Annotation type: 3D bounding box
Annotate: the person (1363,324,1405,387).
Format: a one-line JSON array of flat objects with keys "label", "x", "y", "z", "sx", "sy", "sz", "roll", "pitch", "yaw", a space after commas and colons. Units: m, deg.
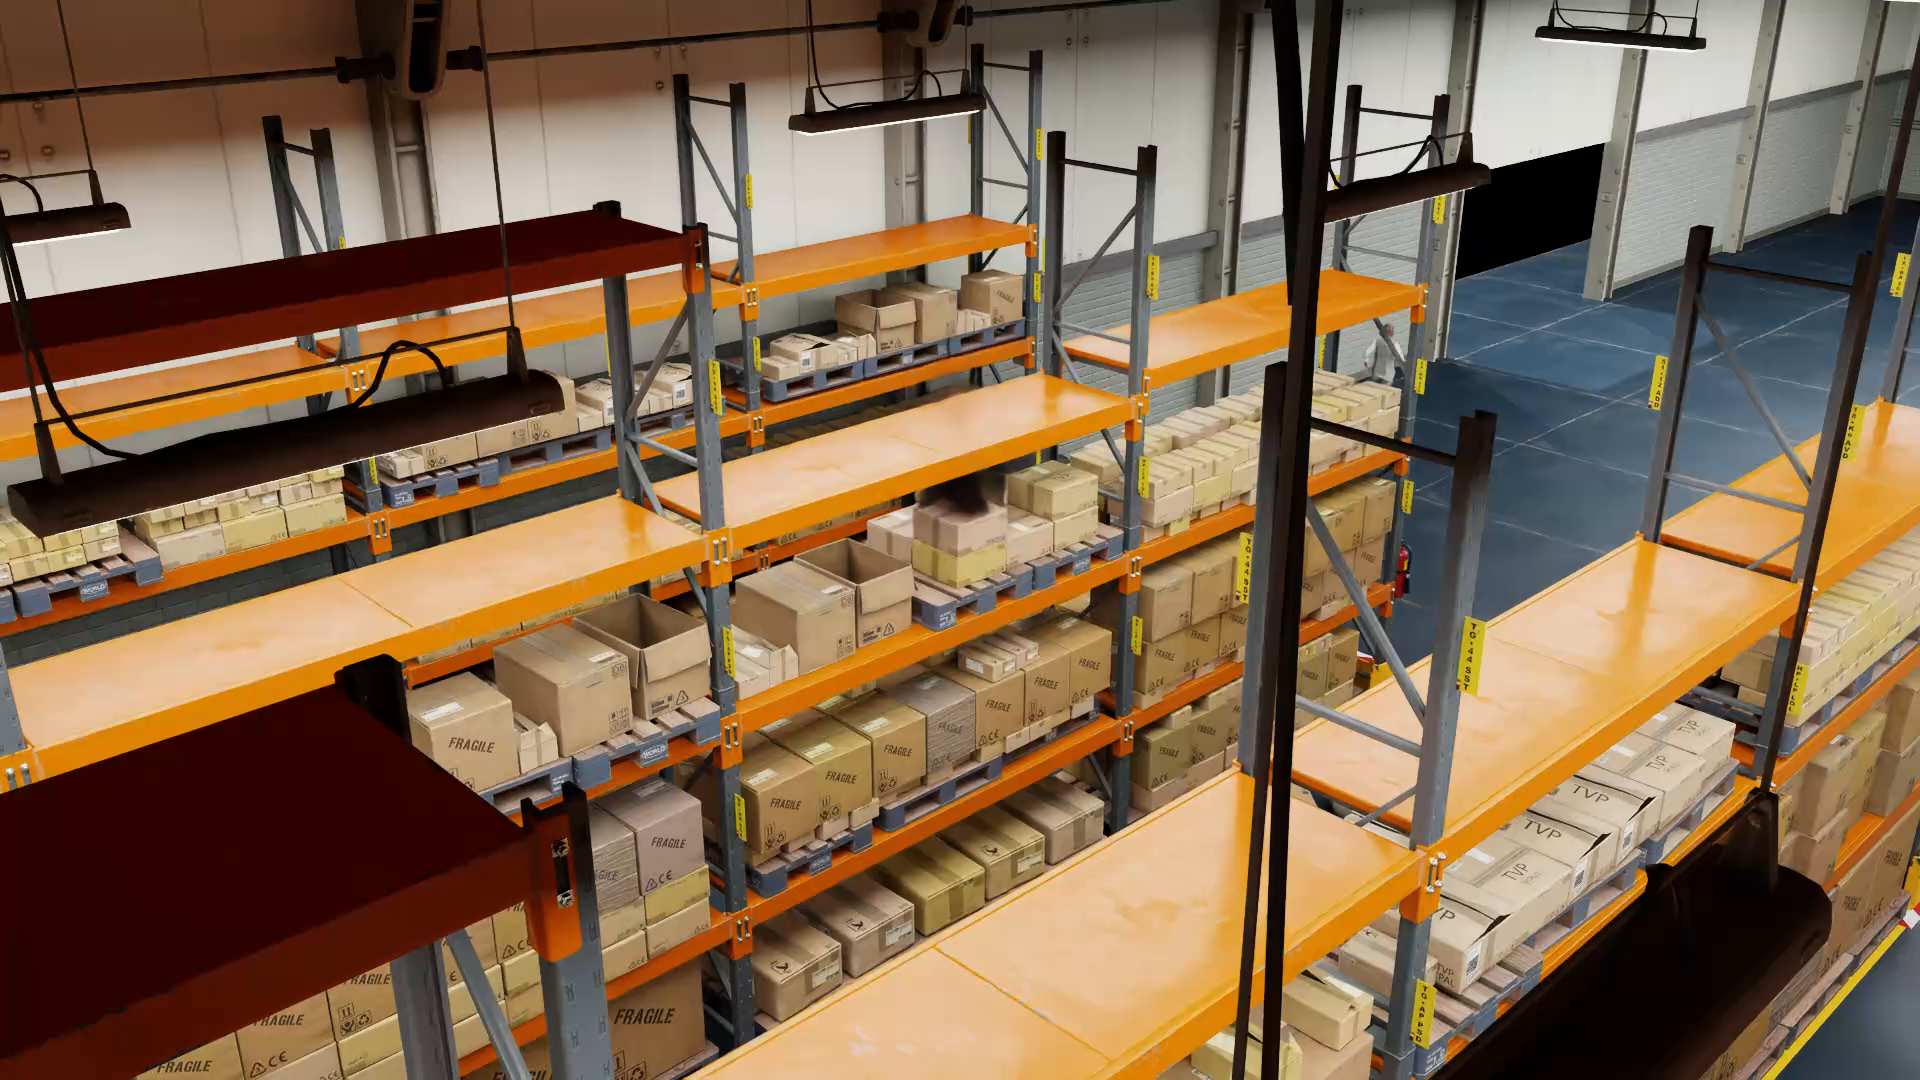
[{"label": "person", "x": 6.221, "y": -2.392, "z": 24.492, "sx": 0.558, "sy": 1.610, "sz": 0.837, "roll": 13, "pitch": 26, "yaw": 29}]
